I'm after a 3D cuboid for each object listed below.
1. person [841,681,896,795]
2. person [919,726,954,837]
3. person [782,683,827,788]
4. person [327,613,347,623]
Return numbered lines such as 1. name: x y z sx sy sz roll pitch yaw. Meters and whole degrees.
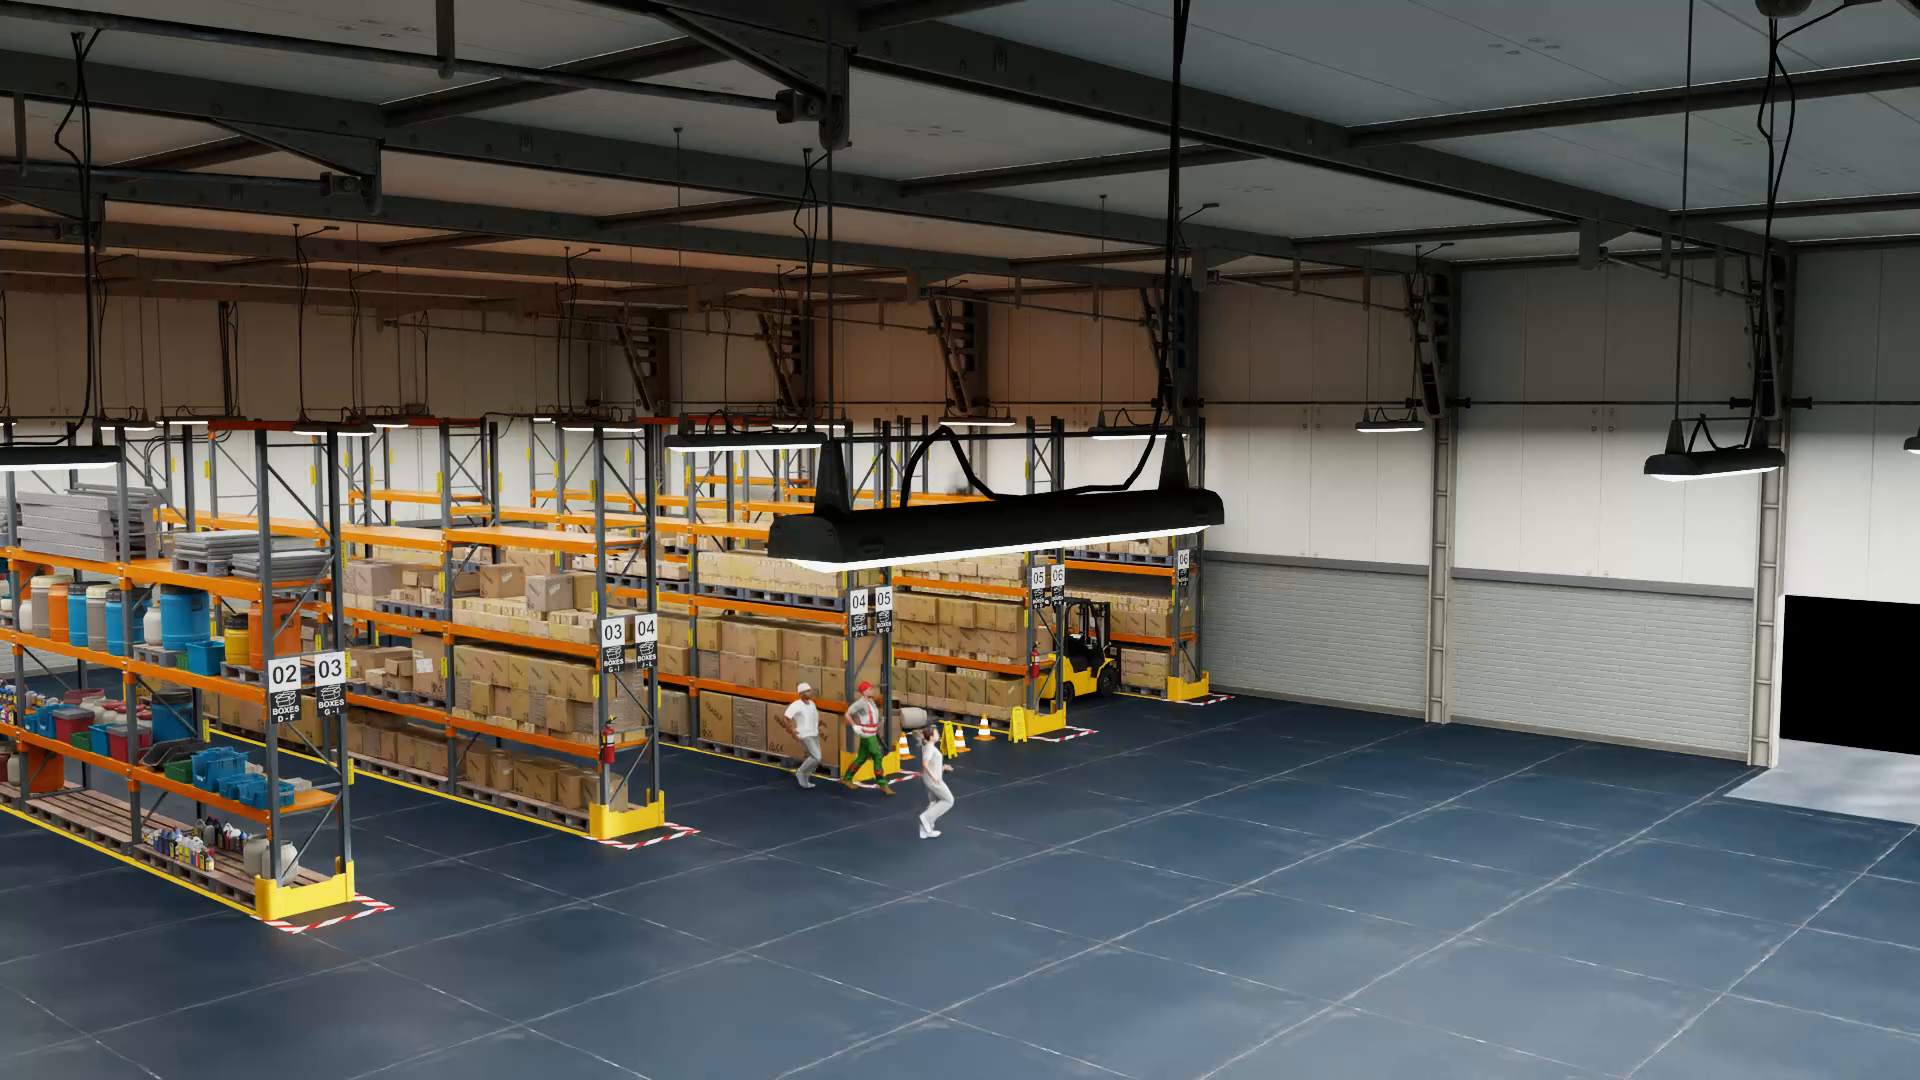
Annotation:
1. person: -1.476 3.191 26.897 0.914 1.813 0.738 0 5 6
2. person: -0.348 3.507 24.176 0.545 1.624 0.565 -1 5 -14
3. person: -2.473 3.199 27.179 0.610 1.719 0.683 3 5 28
4. person: -14.719 2.235 38.775 0.717 1.735 0.936 1 5 17
